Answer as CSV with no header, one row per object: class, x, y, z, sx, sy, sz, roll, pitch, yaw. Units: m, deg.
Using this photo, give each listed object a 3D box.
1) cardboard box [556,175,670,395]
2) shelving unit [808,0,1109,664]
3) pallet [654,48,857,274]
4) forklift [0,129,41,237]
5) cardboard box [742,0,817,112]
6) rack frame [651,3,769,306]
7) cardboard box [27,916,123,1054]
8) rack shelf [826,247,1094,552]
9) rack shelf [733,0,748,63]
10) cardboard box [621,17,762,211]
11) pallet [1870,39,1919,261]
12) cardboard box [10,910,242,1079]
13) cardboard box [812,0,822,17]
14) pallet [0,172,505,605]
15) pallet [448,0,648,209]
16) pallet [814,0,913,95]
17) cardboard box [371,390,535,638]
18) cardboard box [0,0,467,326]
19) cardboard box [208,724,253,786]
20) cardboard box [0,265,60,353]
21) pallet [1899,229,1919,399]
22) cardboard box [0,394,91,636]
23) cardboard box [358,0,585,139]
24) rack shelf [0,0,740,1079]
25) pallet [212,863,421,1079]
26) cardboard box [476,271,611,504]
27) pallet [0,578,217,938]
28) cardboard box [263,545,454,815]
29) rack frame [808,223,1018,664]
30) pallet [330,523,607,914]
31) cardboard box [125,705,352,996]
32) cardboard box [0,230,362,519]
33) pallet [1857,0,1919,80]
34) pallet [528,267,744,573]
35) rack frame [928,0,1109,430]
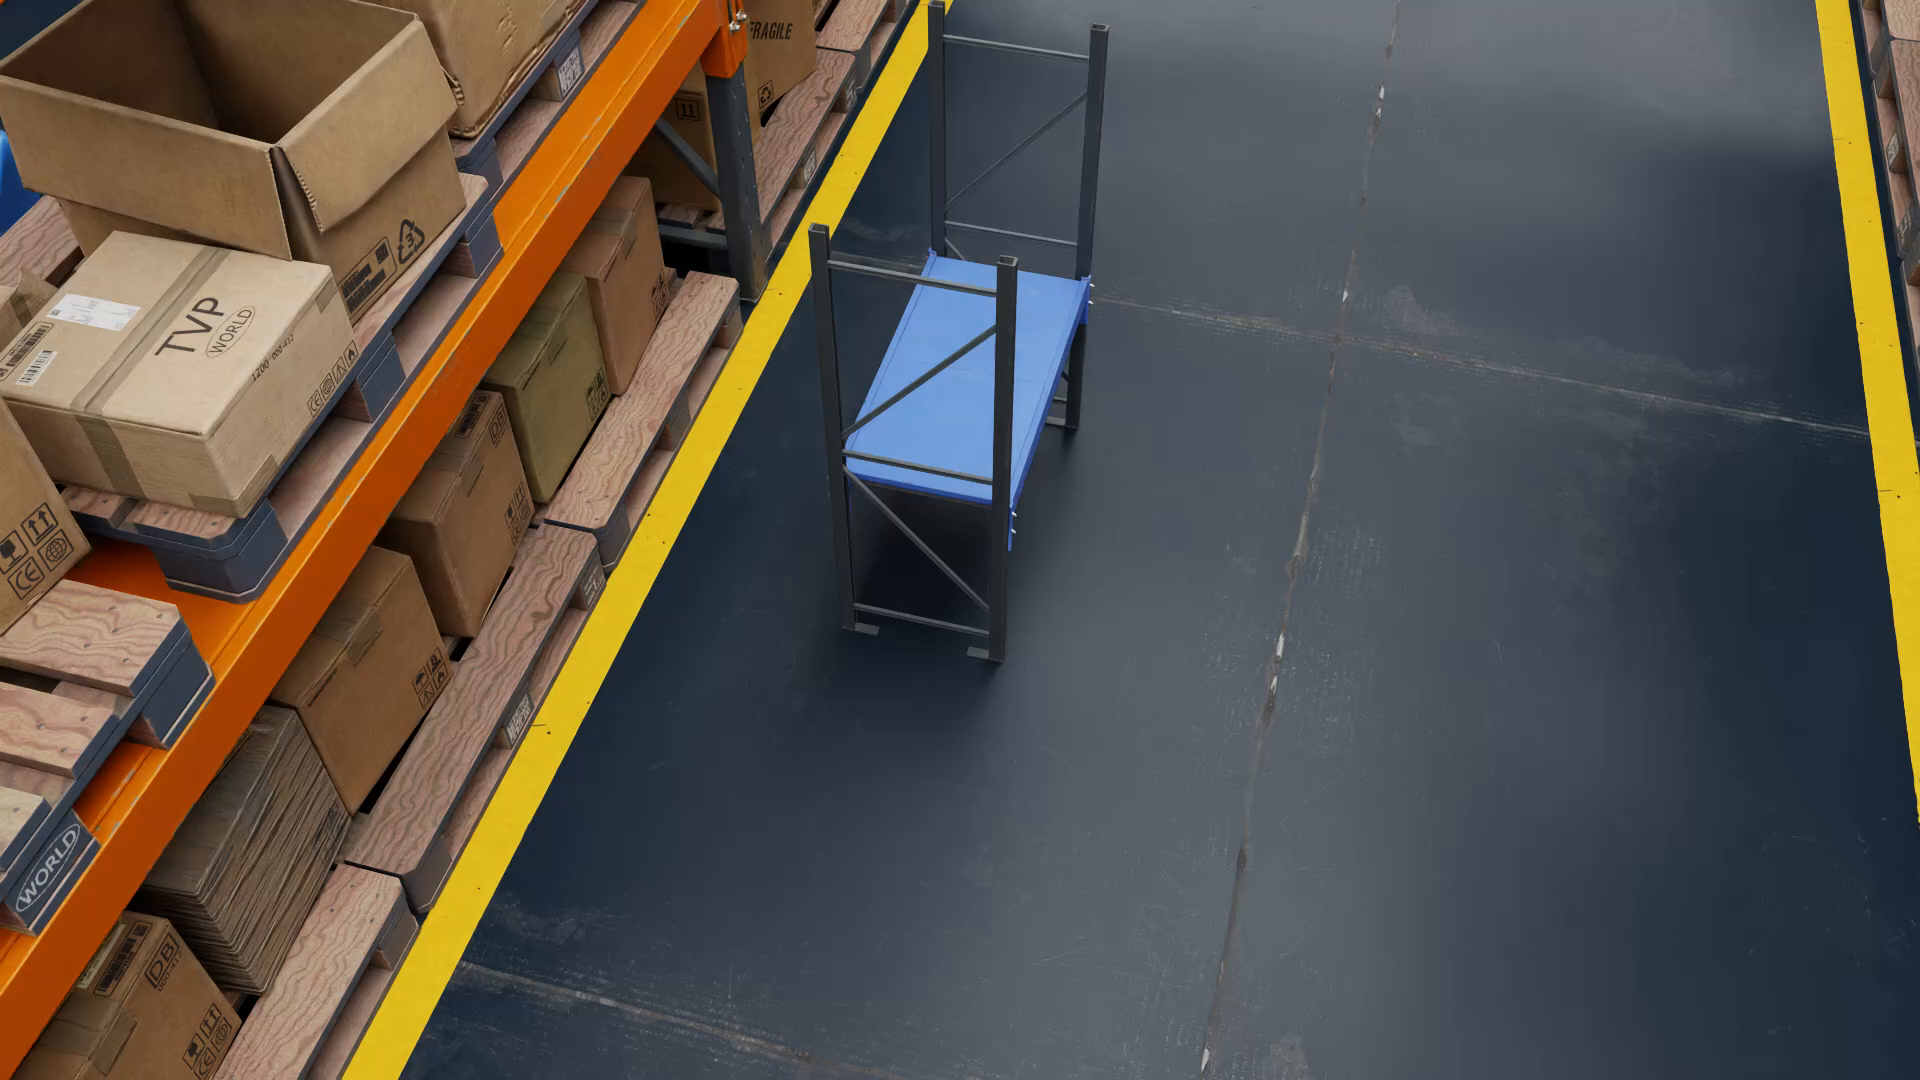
cardboard box,-1.380,-0.860,5.382,0.700,0.500,0.500,8,49,7
shelving unit,0.022,-0.558,4.742,0.538,1.500,1.048,12,50,10
pallet,-1.055,-1.551,6.478,1.003,0.211,1.213,12,50,10
forklift,-4.171,-0.899,4.089,3.031,2.935,1.130,-10,49,-9
cardboard box,-0.911,-1.990,6.393,0.500,0.500,0.500,27,54,22
rack frame,-1.198,-1.981,4.998,1.000,3.000,0.127,12,50,10
cardboard box,-2.103,0.855,3.369,0.500,0.250,0.500,13,50,12
rack shelf,0.022,-0.439,4.877,0.538,0.185,1.000,12,50,10
rack shelf,-0.672,-3.190,6.545,1.077,0.370,4.000,12,50,10
cardboard box,-1.054,-1.575,6.026,0.500,0.500,0.500,10,49,9
pallet,4.116,-1.444,6.384,1.003,0.211,1.213,12,50,10
cardboard box,-2.094,1.105,3.648,0.700,0.500,0.500,9,49,8
cardboard box,-0.823,-2.455,6.803,0.500,0.500,0.500,8,49,7
pallet,-1.769,-0.465,3.787,1.003,0.211,1.213,12,50,10
pallet,-1.540,-1.394,4.607,1.003,0.211,1.213,12,50,10
pallet,-0.736,-2.437,7.260,1.003,0.211,1.213,12,50,10
cardboard box,-1.671,-0.114,4.724,0.700,0.500,0.500,8,49,7
cardboard box,-1.565,-0.882,3.679,0.797,0.503,0.637,16,51,14
cardboard box,-1.974,0.469,3.709,0.500,0.250,0.500,17,51,14
cardboard box,-2.072,-0.442,3.449,0.396,0.266,0.258,10,49,9
pallet,3.797,-0.559,5.602,1.003,0.211,1.213,12,50,10
cardboard box,-2.097,-0.082,2.975,0.700,0.500,0.500,18,51,16
cardboard box,-1.542,-1.772,4.133,1.000,1.000,1.000,12,50,10
rack shelf,-1.724,-0.297,3.991,1.077,0.370,4.000,12,50,10
pallet,-2.044,1.270,3.989,1.003,0.211,1.213,12,50,10
cardboard box,-1.524,-0.519,5.081,0.700,0.500,0.500,11,50,10
pallet,-2.166,0.439,2.990,1.213,0.211,1.003,12,50,10
cardboard box,-1.818,0.290,4.367,0.700,0.500,0.500,15,50,13
rack frame,-0.111,-0.190,4.418,0.500,1.500,0.032,12,50,10
pallet,-1.721,0.390,4.765,1.003,0.211,1.213,12,50,10
cardboard box,-1.960,0.701,4.004,0.700,0.500,0.500,8,49,7
cardboard box,-1.588,-0.344,3.373,0.500,0.250,0.500,10,49,9
pallet,4.439,-2.324,7.160,1.003,0.211,1.213,12,50,10
pallet,-1.402,-0.495,5.546,1.003,0.211,1.213,12,50,10
rack frame,0.156,-0.926,5.067,0.500,1.500,0.032,12,50,10
